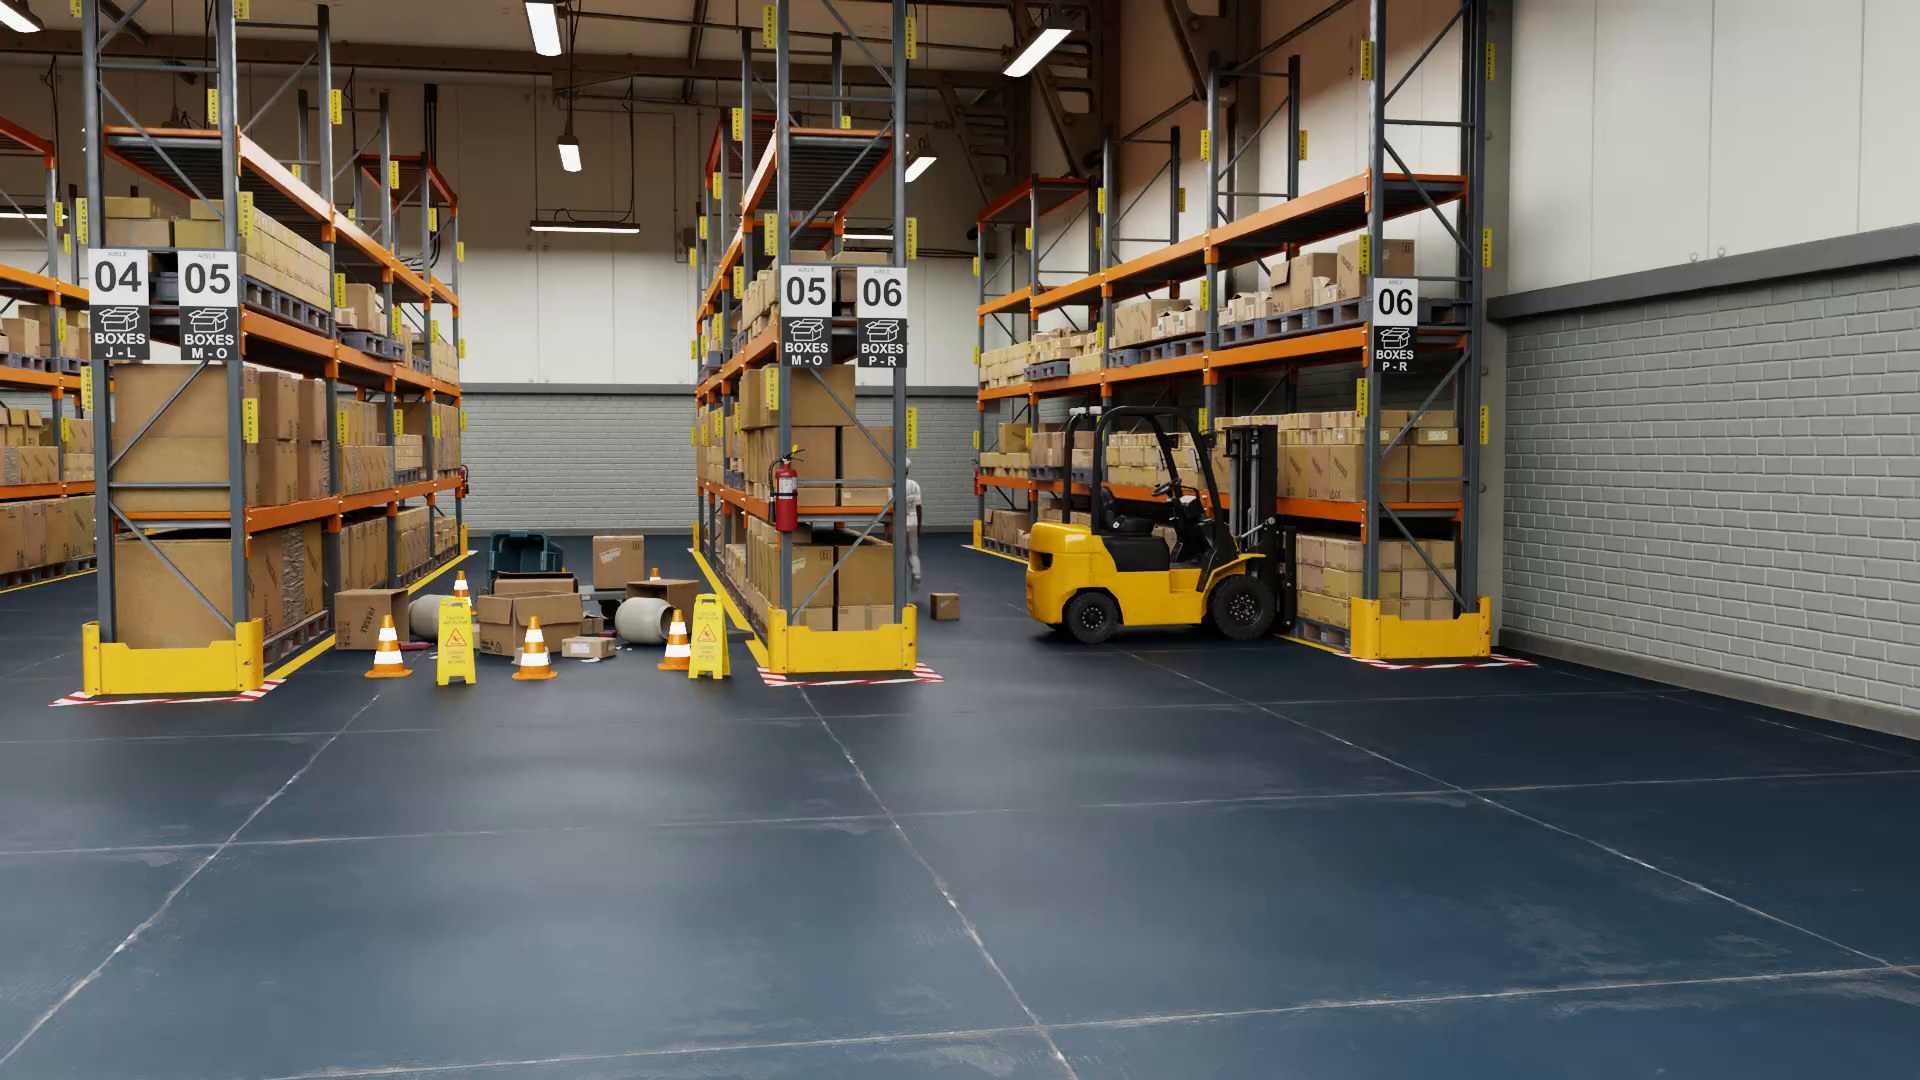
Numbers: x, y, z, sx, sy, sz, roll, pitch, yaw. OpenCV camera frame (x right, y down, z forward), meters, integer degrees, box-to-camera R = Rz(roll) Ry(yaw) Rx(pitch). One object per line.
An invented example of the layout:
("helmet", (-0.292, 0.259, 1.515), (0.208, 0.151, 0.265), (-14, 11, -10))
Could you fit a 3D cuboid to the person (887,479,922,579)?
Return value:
("person", (-0.670, -0.052, 19.587), (0.383, 1.321, 0.680), (-1, 3, -11))
